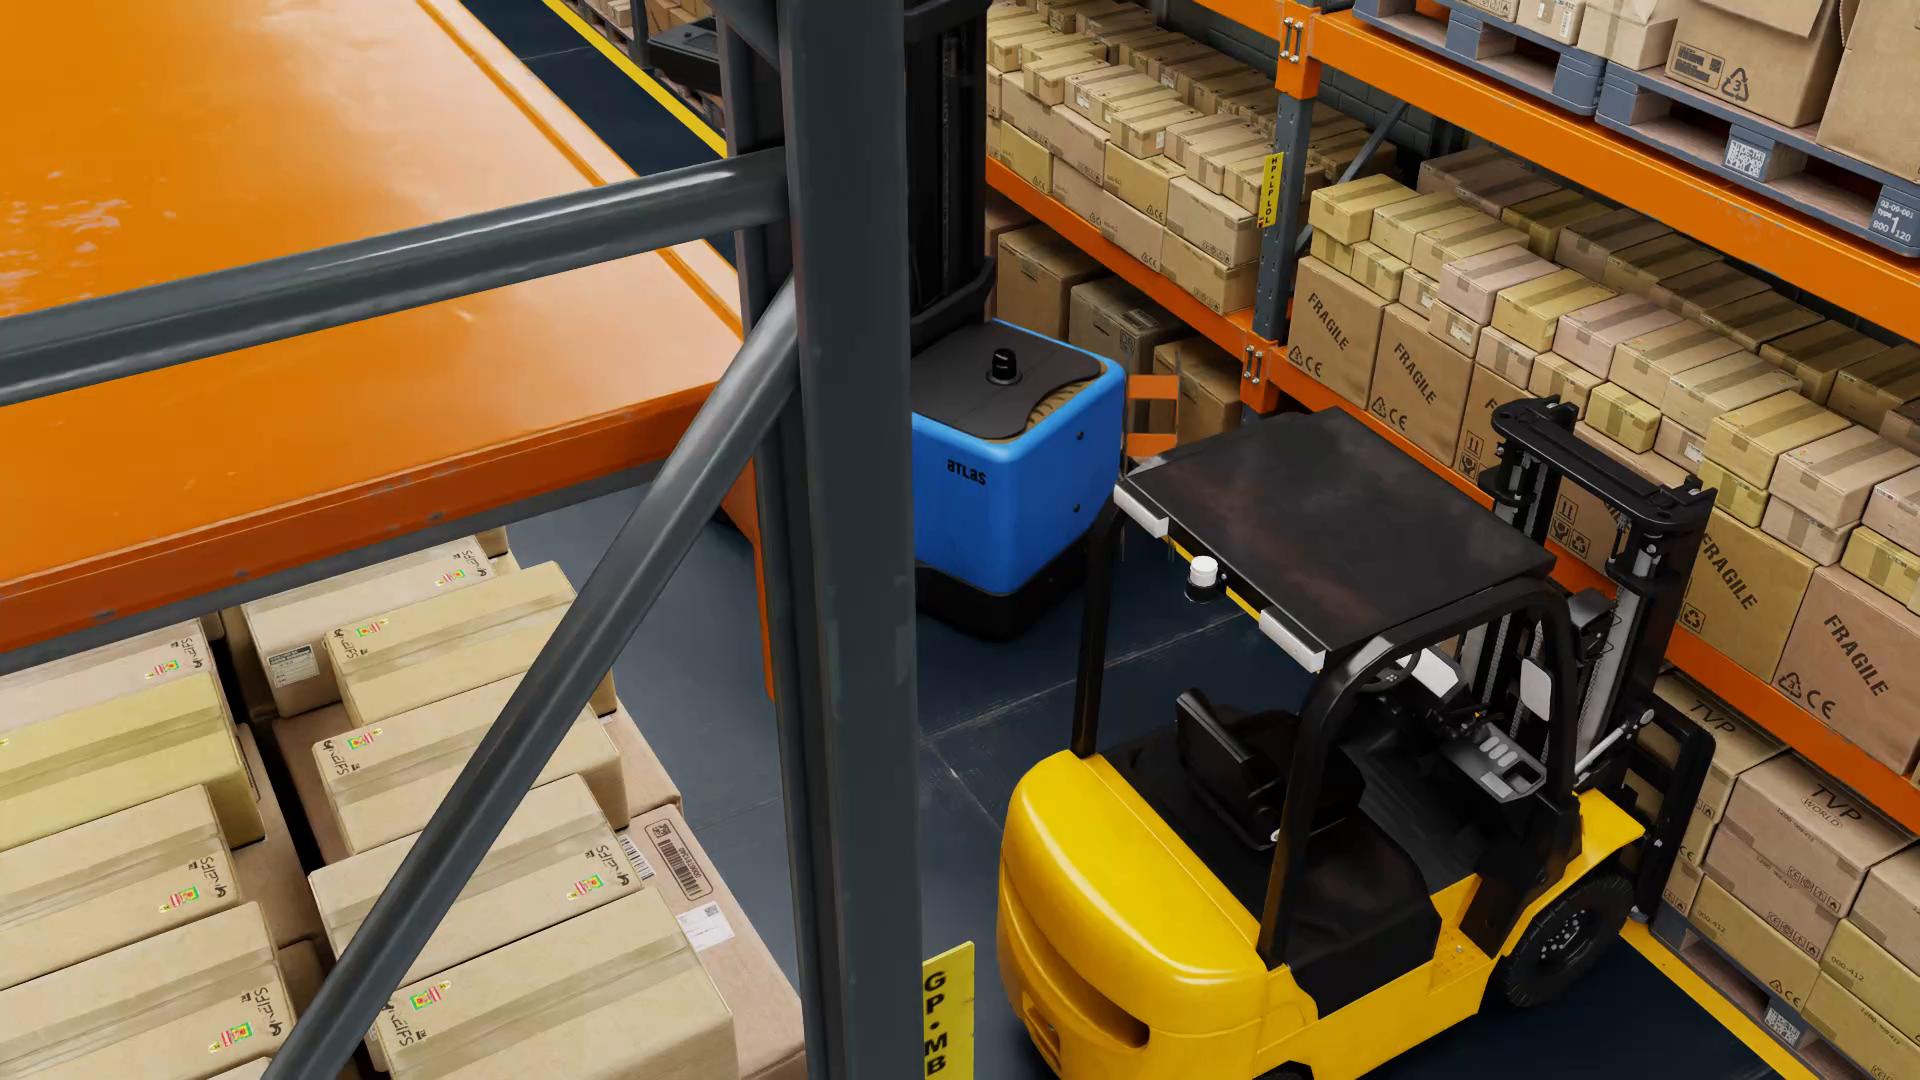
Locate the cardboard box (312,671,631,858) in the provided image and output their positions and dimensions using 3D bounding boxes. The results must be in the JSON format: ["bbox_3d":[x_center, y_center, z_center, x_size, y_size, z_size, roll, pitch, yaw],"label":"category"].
[{"bbox_3d":[-0.713,0.359,2.437,0.380,0.149,0.250,-19,40,-24],"label":"cardboard box"}]

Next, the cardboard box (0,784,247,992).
[{"bbox_3d":[-1.164,0.517,2.219,0.380,0.149,0.250,-19,40,-24],"label":"cardboard box"}]

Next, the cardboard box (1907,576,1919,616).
[{"bbox_3d":[3.144,0.161,5.079,0.380,0.149,0.250,-18,40,-23],"label":"cardboard box"}]

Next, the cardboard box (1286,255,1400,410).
[{"bbox_3d":[1.779,-0.947,7.147,0.500,0.500,0.500,-20,41,-25],"label":"cardboard box"}]

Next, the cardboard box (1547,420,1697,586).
[{"bbox_3d":[2.545,-0.166,6.077,0.500,0.500,0.500,-19,40,-24],"label":"cardboard box"}]

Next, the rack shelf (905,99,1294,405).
[{"bbox_3d":[0.777,-1.940,9.200,1.077,0.370,4.000,-19,40,-24],"label":"rack shelf"}]

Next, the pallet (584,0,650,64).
[{"bbox_3d":[-2.581,-4.515,14.480,1.003,0.211,1.213,-19,40,-24],"label":"pallet"}]

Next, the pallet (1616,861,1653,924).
[{"bbox_3d":[2.763,0.956,6.989,1.003,0.211,1.213,-19,40,-24],"label":"pallet"}]

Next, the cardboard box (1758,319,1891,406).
[{"bbox_3d":[3.055,-0.625,5.903,0.380,0.149,0.250,-19,40,-24],"label":"cardboard box"}]

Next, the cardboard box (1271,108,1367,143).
[{"bbox_3d":[1.702,-1.908,7.912,0.380,0.149,0.250,-20,41,-25],"label":"cardboard box"}]

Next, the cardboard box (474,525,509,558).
[{"bbox_3d":[-1.042,-0.047,2.992,0.380,0.149,0.250,-18,40,-23],"label":"cardboard box"}]

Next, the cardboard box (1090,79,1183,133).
[{"bbox_3d":[0.872,-2.135,8.223,0.380,0.149,0.250,-20,41,-25],"label":"cardboard box"}]

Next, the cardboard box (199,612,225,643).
[{"bbox_3d":[-1.472,0.105,2.784,0.380,0.149,0.250,-20,41,-25],"label":"cardboard box"}]

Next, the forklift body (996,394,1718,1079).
[{"bbox_3d":[1.262,0.745,5.633,2.313,2.155,1.214,-19,40,-24],"label":"forklift body"}]

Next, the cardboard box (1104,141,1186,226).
[{"bbox_3d":[1.050,-1.787,8.084,0.500,0.250,0.500,-20,41,-25],"label":"cardboard box"}]

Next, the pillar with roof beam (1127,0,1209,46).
[{"bbox_3d":[-2.515,-4.000,6.324,9.100,9.000,0.400,-19,40,-24],"label":"pillar with roof beam"}]

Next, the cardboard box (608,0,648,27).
[{"bbox_3d":[-2.771,-4.506,14.164,0.380,0.149,0.250,-20,41,-25],"label":"cardboard box"}]

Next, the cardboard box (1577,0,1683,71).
[{"bbox_3d":[2.265,-1.731,5.434,0.396,0.266,0.258,-20,41,-25],"label":"cardboard box"}]

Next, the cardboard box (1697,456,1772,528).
[{"bbox_3d":[2.710,-0.214,5.592,0.380,0.149,0.250,-19,40,-24],"label":"cardboard box"}]

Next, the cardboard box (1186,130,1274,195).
[{"bbox_3d":[1.273,-1.748,7.692,0.380,0.149,0.250,-20,40,-25],"label":"cardboard box"}]

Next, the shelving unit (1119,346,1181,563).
[{"bbox_3d":[0.935,-0.422,8.194,0.252,1.050,0.215,2,4,2],"label":"shelving unit"}]

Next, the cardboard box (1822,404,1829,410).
[{"bbox_3d":[3.095,-0.511,5.999,0.380,0.149,0.250,-19,40,-24],"label":"cardboard box"}]

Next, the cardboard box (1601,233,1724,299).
[{"bbox_3d":[2.731,-1.041,6.473,0.380,0.149,0.250,-20,40,-25],"label":"cardboard box"}]

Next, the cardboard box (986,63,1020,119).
[{"bbox_3d":[0.282,-2.565,9.150,0.500,0.250,0.500,-20,41,-25],"label":"cardboard box"}]

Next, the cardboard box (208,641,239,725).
[{"bbox_3d":[-1.505,0.330,2.814,0.500,0.250,0.500,-18,40,-23],"label":"cardboard box"}]

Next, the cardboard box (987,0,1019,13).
[{"bbox_3d":[0.107,-2.914,9.290,0.380,0.149,0.250,-18,40,-23],"label":"cardboard box"}]

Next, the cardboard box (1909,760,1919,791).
[{"bbox_3d":[3.318,0.616,5.006,0.500,0.500,0.500,-20,41,-25],"label":"cardboard box"}]

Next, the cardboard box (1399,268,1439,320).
[{"bbox_3d":[2.001,-1.016,6.691,0.380,0.149,0.250,-19,40,-24],"label":"cardboard box"}]

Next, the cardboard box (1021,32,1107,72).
[{"bbox_3d":[0.550,-2.544,8.783,0.380,0.149,0.250,-19,40,-24],"label":"cardboard box"}]

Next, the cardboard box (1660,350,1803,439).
[{"bbox_3d":[2.654,-0.494,5.724,0.380,0.149,0.250,-18,40,-23],"label":"cardboard box"}]

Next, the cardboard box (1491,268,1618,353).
[{"bbox_3d":[2.225,-0.863,6.228,0.380,0.149,0.250,-20,40,-25],"label":"cardboard box"}]

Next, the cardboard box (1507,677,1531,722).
[{"bbox_3d":[2.509,0.640,6.609,0.500,0.250,0.500,-19,40,-24],"label":"cardboard box"}]

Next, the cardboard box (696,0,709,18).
[{"bbox_3d":[-1.793,-4.069,12.719,0.380,0.149,0.250,-20,40,-25],"label":"cardboard box"}]

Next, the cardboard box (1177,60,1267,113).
[{"bbox_3d":[1.328,-2.294,8.441,0.380,0.149,0.250,-19,40,-24],"label":"cardboard box"}]

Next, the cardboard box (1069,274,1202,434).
[{"bbox_3d":[1.127,-1.082,9.073,0.875,0.625,0.625,-19,40,-24],"label":"cardboard box"}]

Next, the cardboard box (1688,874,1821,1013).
[{"bbox_3d":[3.041,1.368,6.037,0.500,0.250,0.500,-19,40,-24],"label":"cardboard box"}]

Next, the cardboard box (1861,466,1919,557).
[{"bbox_3d":[3.063,-0.105,5.190,0.380,0.149,0.250,-19,40,-24],"label":"cardboard box"}]

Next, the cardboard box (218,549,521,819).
[{"bbox_3d":[-1.046,0.180,3.020,0.500,0.250,0.500,-18,40,-23],"label":"cardboard box"}]

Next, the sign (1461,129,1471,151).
[{"bbox_3d":[2.261,-1.758,7.539,0.100,0.325,0.005,-19,40,-24],"label":"sign"}]

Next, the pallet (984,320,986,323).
[{"bbox_3d":[0.761,-1.072,9.766,1.003,0.211,1.213,-19,40,-24],"label":"pallet"}]

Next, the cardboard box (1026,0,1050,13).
[{"bbox_3d":[0.600,-3.092,9.533,0.380,0.149,0.250,-20,41,-25],"label":"cardboard box"}]

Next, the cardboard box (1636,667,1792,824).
[{"bbox_3d":[2.767,0.711,6.089,0.500,0.250,0.500,-18,40,-23],"label":"cardboard box"}]

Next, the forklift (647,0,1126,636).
[{"bbox_3d":[-0.690,-1.437,7.960,3.031,2.935,1.130,24,42,29],"label":"forklift"}]

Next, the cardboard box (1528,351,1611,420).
[{"bbox_3d":[2.333,-0.611,6.136,0.380,0.149,0.250,-20,41,-25],"label":"cardboard box"}]

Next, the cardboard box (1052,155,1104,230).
[{"bbox_3d":[0.822,-1.847,8.590,0.500,0.250,0.500,-19,40,-24],"label":"cardboard box"}]

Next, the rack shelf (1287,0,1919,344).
[{"bbox_3d":[2.787,-1.112,5.523,1.077,0.370,4.000,-19,40,-24],"label":"rack shelf"}]

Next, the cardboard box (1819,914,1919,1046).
[{"bbox_3d":[3.277,1.412,5.552,0.500,0.250,0.500,-19,40,-24],"label":"cardboard box"}]

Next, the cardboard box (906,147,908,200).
[{"bbox_3d":[0.074,-2.139,10.520,0.875,0.625,0.625,-18,40,-23],"label":"cardboard box"}]

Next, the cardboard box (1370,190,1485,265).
[{"bbox_3d":[1.911,-1.281,6.801,0.380,0.149,0.250,-18,40,-23],"label":"cardboard box"}]

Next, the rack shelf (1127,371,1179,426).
[{"bbox_3d":[0.942,-0.694,8.175,0.240,0.259,0.215,2,4,2],"label":"rack shelf"}]

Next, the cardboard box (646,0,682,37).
[{"bbox_3d":[-2.189,-4.137,13.362,0.500,0.500,0.500,-17,39,-22],"label":"cardboard box"}]

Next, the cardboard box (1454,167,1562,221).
[{"bbox_3d":[2.294,-1.420,6.991,0.380,0.149,0.250,-20,41,-25],"label":"cardboard box"}]

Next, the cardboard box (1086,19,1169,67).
[{"bbox_3d":[0.899,-2.670,8.955,0.380,0.149,0.250,-18,40,-23],"label":"cardboard box"}]
